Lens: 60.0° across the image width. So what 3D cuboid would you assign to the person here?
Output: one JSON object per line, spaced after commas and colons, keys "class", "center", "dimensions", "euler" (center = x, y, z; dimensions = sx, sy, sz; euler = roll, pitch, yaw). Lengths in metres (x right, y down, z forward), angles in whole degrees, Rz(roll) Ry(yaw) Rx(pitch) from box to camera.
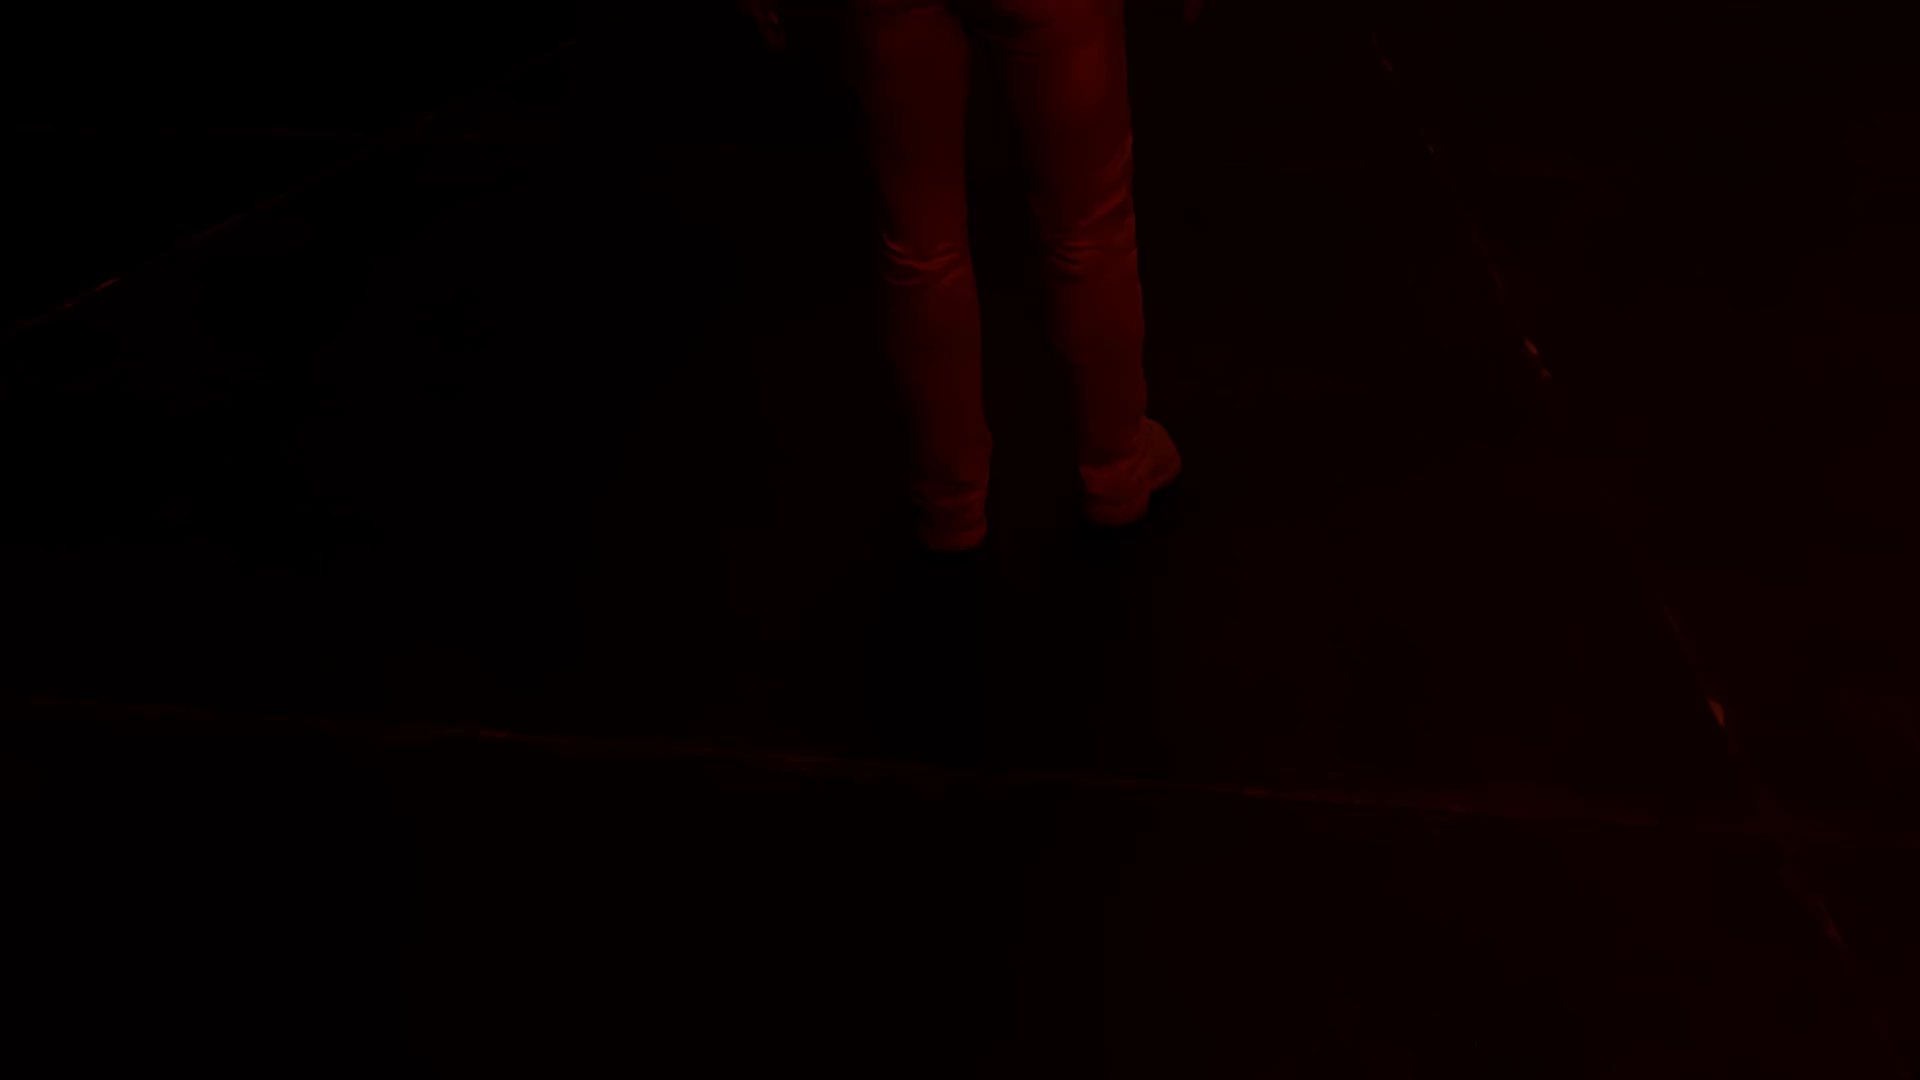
{"class": "person", "center": [0.014, -0.824, 2.165], "dimensions": [0.665, 1.760, 0.576], "euler": [3, 27, 7]}
